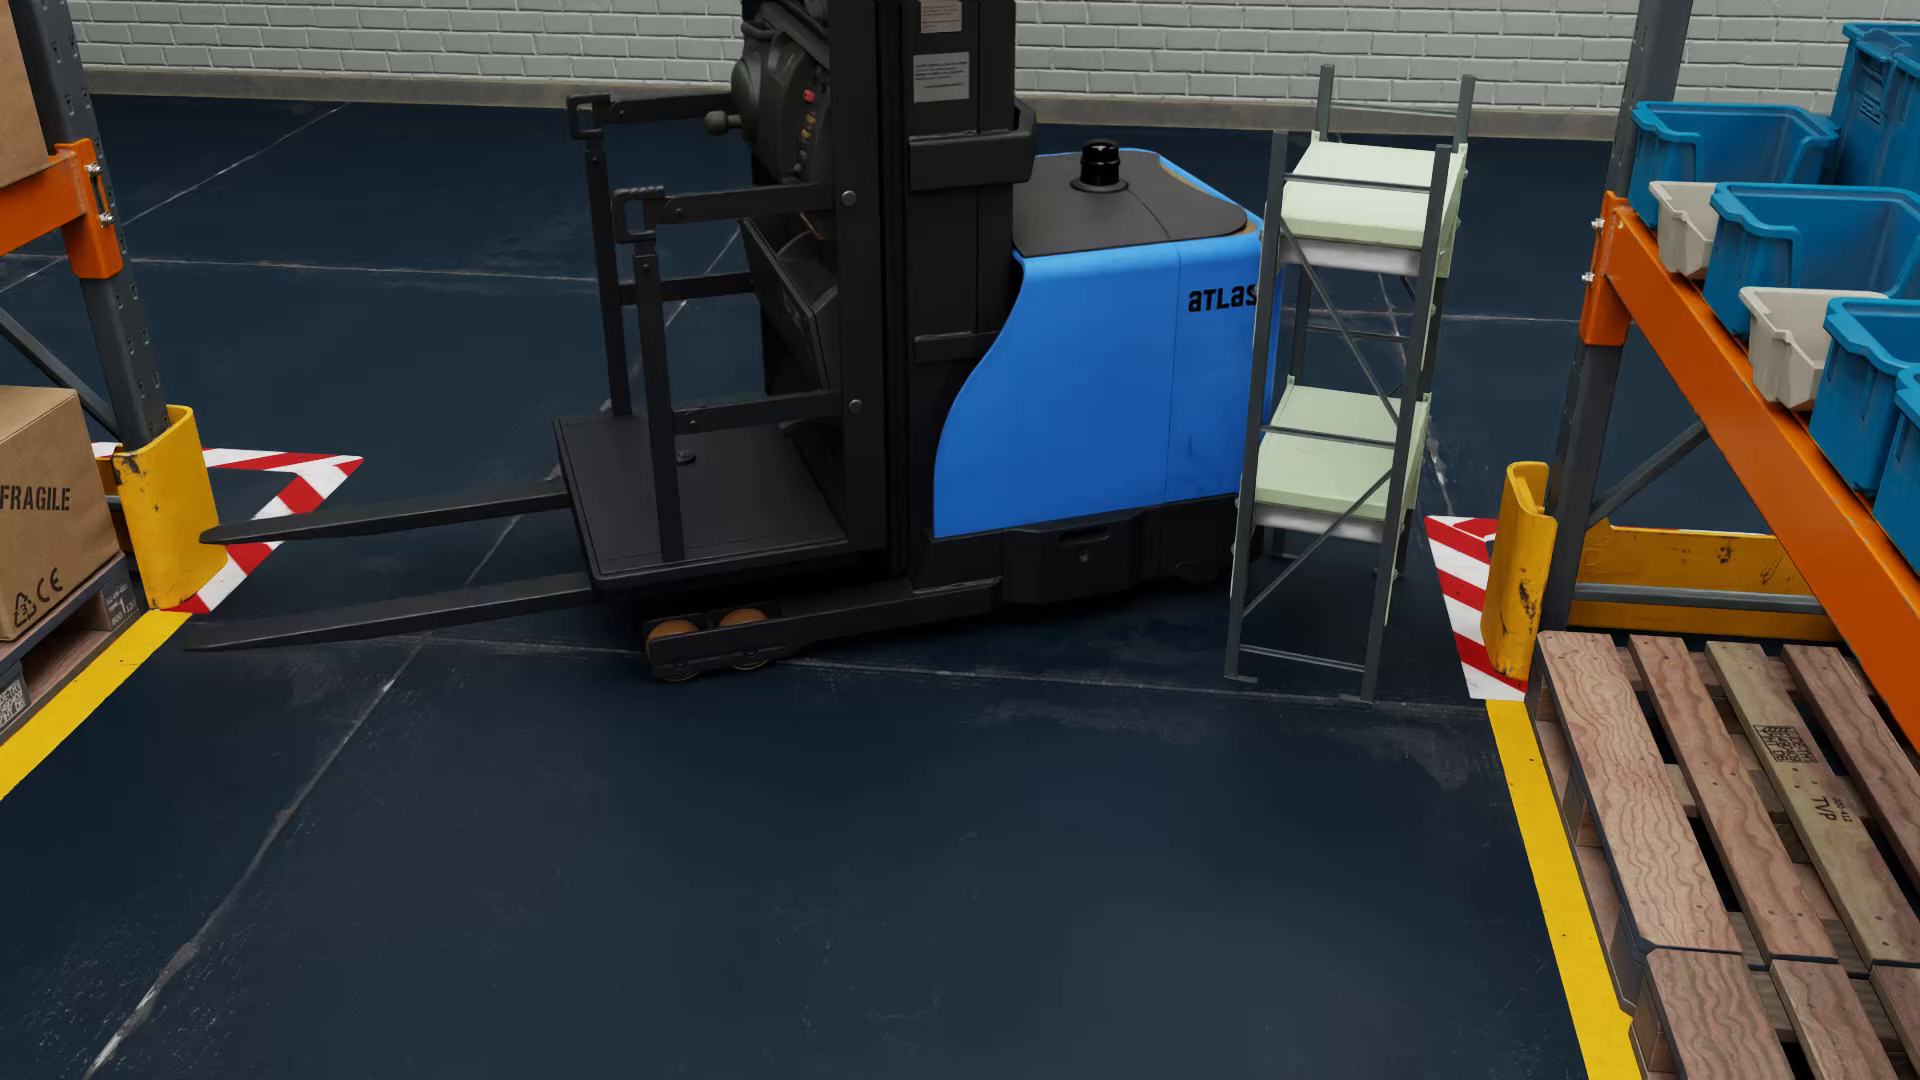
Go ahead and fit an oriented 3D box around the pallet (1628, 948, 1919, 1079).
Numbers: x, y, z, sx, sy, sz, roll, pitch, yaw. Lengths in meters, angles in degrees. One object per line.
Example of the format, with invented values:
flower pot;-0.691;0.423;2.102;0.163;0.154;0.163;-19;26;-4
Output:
pallet;1.783;1.211;2.779;1.003;0.211;1.213;3;28;6

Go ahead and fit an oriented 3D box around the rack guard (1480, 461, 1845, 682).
rack guard;2.065;0.114;4.512;1.175;0.500;0.348;3;28;6

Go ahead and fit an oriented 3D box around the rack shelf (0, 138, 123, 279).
rack shelf;-3.086;-0.006;2.858;1.077;0.370;4.000;3;28;6

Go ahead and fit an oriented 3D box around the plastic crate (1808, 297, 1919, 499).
plastic crate;1.557;-0.211;2.592;0.416;0.233;0.300;3;28;6

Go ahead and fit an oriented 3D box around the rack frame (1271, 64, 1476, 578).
rack frame;1.156;-0.581;4.747;0.400;1.500;0.023;9;30;17

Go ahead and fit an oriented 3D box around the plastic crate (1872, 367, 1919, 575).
plastic crate;1.520;-0.069;2.329;0.416;0.233;0.300;3;28;6

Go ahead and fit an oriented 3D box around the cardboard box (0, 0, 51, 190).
cardboard box;-2.625;-1.082;3.990;0.500;0.500;0.500;4;29;8

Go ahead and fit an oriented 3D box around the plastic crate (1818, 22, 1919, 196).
plastic crate;2.219;-0.848;3.562;0.616;0.435;0.499;3;28;6

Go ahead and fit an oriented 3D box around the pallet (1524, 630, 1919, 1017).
pallet;1.935;0.639;3.842;1.003;0.211;1.213;3;28;6

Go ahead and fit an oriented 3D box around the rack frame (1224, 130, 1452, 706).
rack frame;0.913;-0.253;4.139;0.400;1.500;0.023;9;30;17

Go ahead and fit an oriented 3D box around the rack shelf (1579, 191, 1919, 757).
rack shelf;1.830;0.283;2.320;1.077;0.370;4.000;3;28;6

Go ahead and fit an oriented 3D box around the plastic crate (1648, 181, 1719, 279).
plastic crate;1.597;-0.642;3.494;0.250;0.136;0.298;3;28;6

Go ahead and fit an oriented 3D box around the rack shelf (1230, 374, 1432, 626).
rack shelf;1.035;-0.130;4.598;0.431;0.370;0.720;9;30;17

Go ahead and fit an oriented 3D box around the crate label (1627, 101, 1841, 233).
crate label;1.718;-0.830;3.742;0.416;0.233;0.303;3;28;6

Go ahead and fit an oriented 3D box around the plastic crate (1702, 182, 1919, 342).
plastic crate;1.637;-0.521;3.167;0.416;0.233;0.300;3;28;6

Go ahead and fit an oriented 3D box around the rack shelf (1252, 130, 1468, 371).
rack shelf;1.035;-0.761;4.258;0.431;0.370;0.720;9;30;17

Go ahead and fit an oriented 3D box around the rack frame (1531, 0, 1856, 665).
rack frame;2.075;-0.975;3.897;1.000;3.000;0.127;3;28;6

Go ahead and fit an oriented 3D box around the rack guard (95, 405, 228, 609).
rack guard;-2.850;-0.128;4.961;1.175;0.500;0.348;3;28;6

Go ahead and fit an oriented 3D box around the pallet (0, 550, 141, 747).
pallet;-2.947;0.374;4.333;1.003;0.211;1.213;3;28;6

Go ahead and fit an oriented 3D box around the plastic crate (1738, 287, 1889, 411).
plastic crate;1.513;-0.323;2.901;0.250;0.136;0.298;3;28;6

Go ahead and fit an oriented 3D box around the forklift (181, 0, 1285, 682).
forklift;-0.658;-1.185;4.359;3.031;2.935;1.130;-9;30;-16

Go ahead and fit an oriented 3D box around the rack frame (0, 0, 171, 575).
rack frame;-2.841;-1.264;4.434;1.000;3.000;0.127;3;28;6

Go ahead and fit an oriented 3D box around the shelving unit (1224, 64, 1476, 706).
shelving unit;1.035;-0.417;4.443;0.431;1.500;0.755;9;30;17

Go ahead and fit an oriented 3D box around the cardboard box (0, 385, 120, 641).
cardboard box;-2.663;-0.087;4.421;0.500;0.500;0.500;3;28;6
